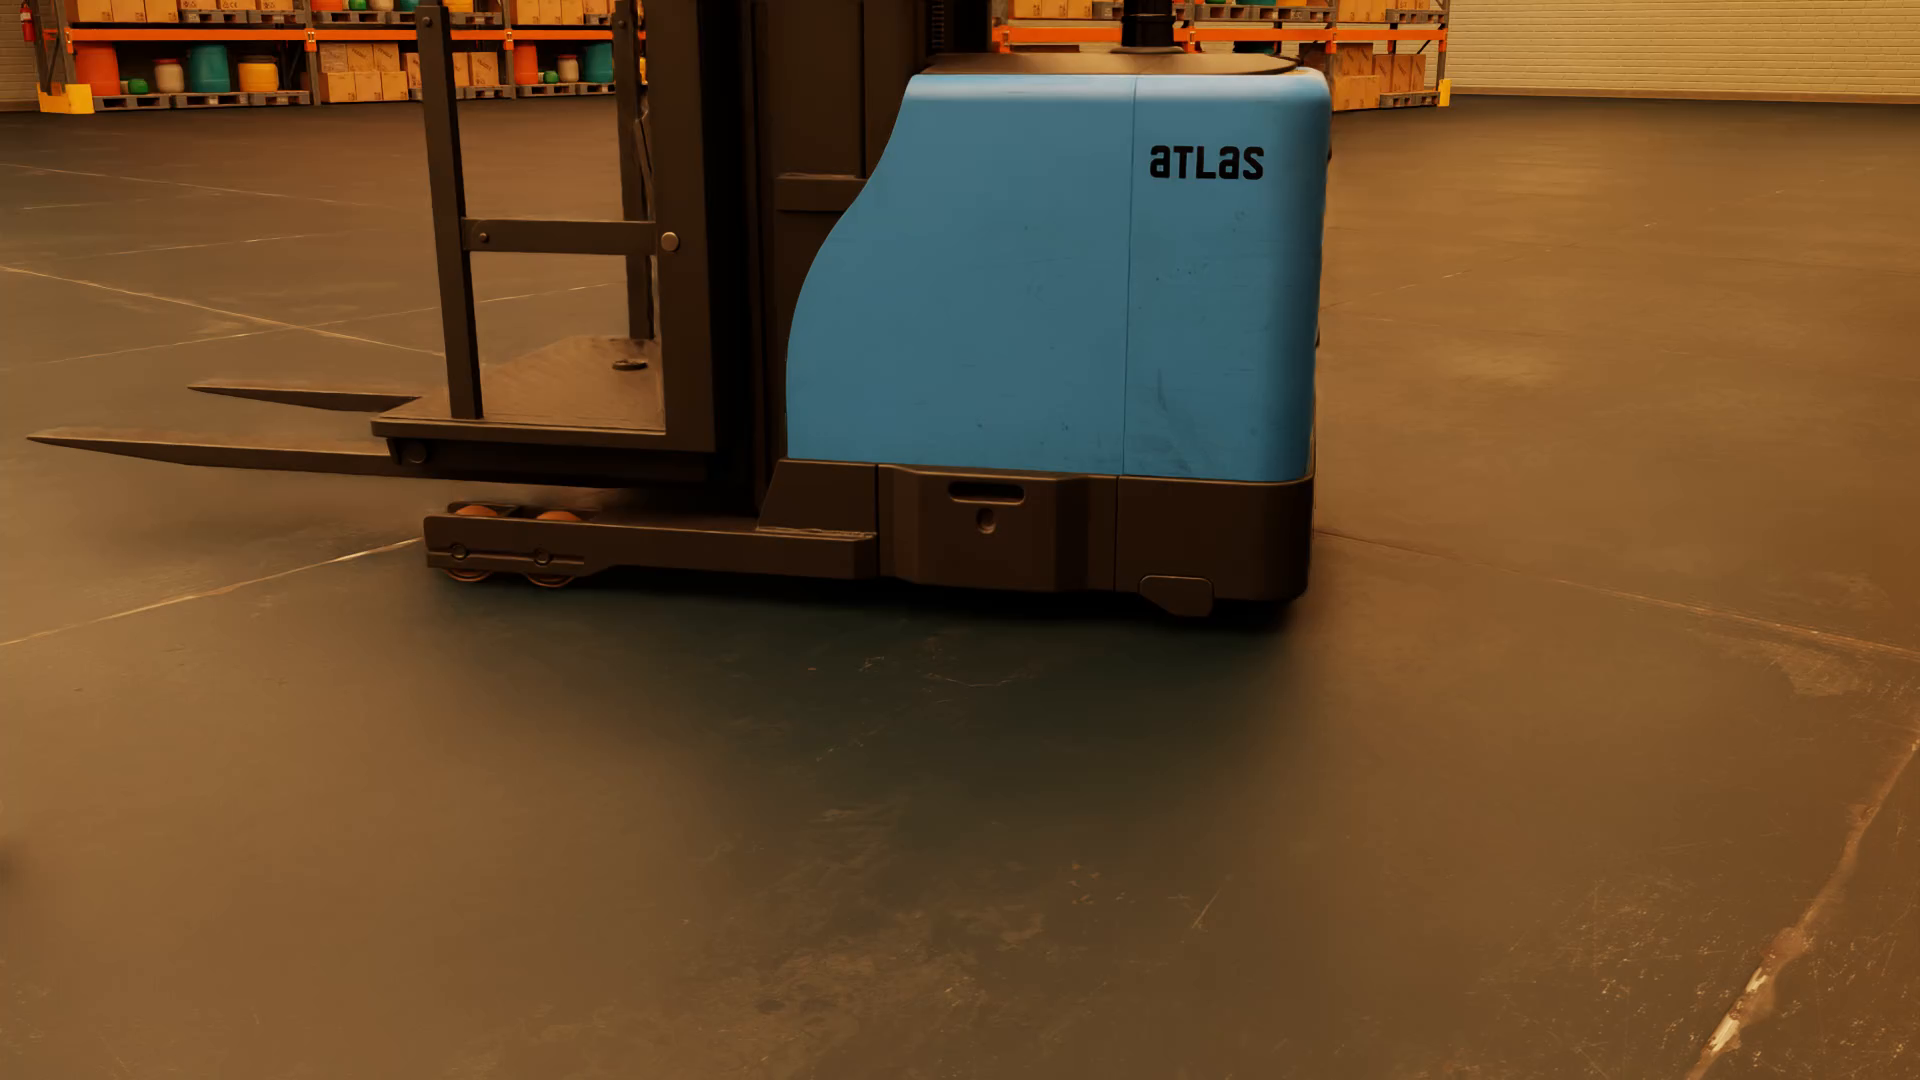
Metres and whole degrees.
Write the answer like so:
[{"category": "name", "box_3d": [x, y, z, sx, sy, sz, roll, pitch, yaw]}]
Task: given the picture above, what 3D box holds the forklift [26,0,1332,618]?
[{"category": "forklift", "box_3d": [-0.696, -1.444, 3.653, 3.031, 2.935, 1.130, 3, 17, 11]}]
